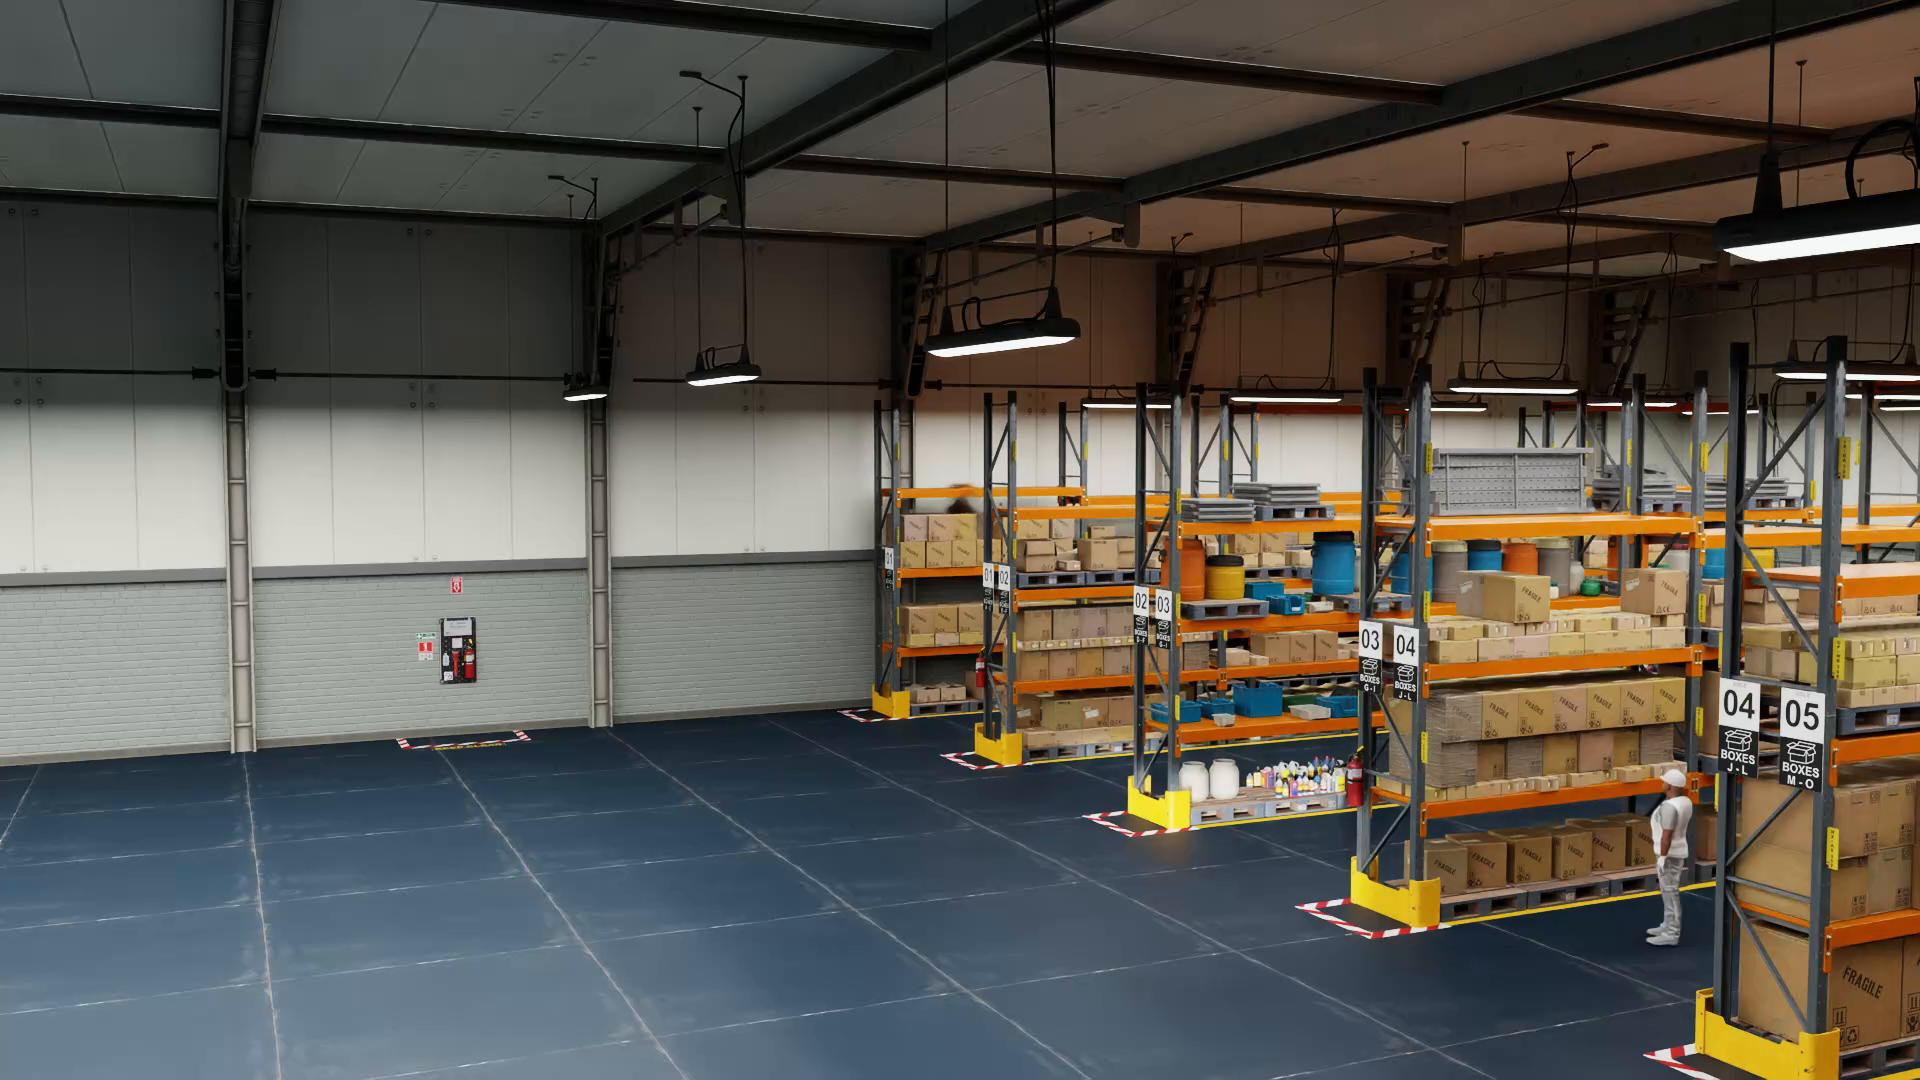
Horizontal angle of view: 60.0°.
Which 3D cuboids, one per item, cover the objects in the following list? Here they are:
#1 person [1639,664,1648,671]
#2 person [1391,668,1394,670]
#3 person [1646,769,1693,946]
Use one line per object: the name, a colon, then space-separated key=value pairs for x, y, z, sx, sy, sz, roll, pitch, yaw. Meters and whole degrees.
person: x=12.218 y=2.502 z=30.367 sx=0.599 sy=1.799 sz=0.439 roll=-1 pitch=3 yaw=-12
person: x=8.757 y=2.359 z=34.085 sx=0.947 sy=1.634 sz=0.500 roll=-2 pitch=4 yaw=-30
person: x=7.349 y=3.258 z=17.211 sx=0.412 sy=1.792 sz=0.601 roll=1 pitch=4 yaw=23
